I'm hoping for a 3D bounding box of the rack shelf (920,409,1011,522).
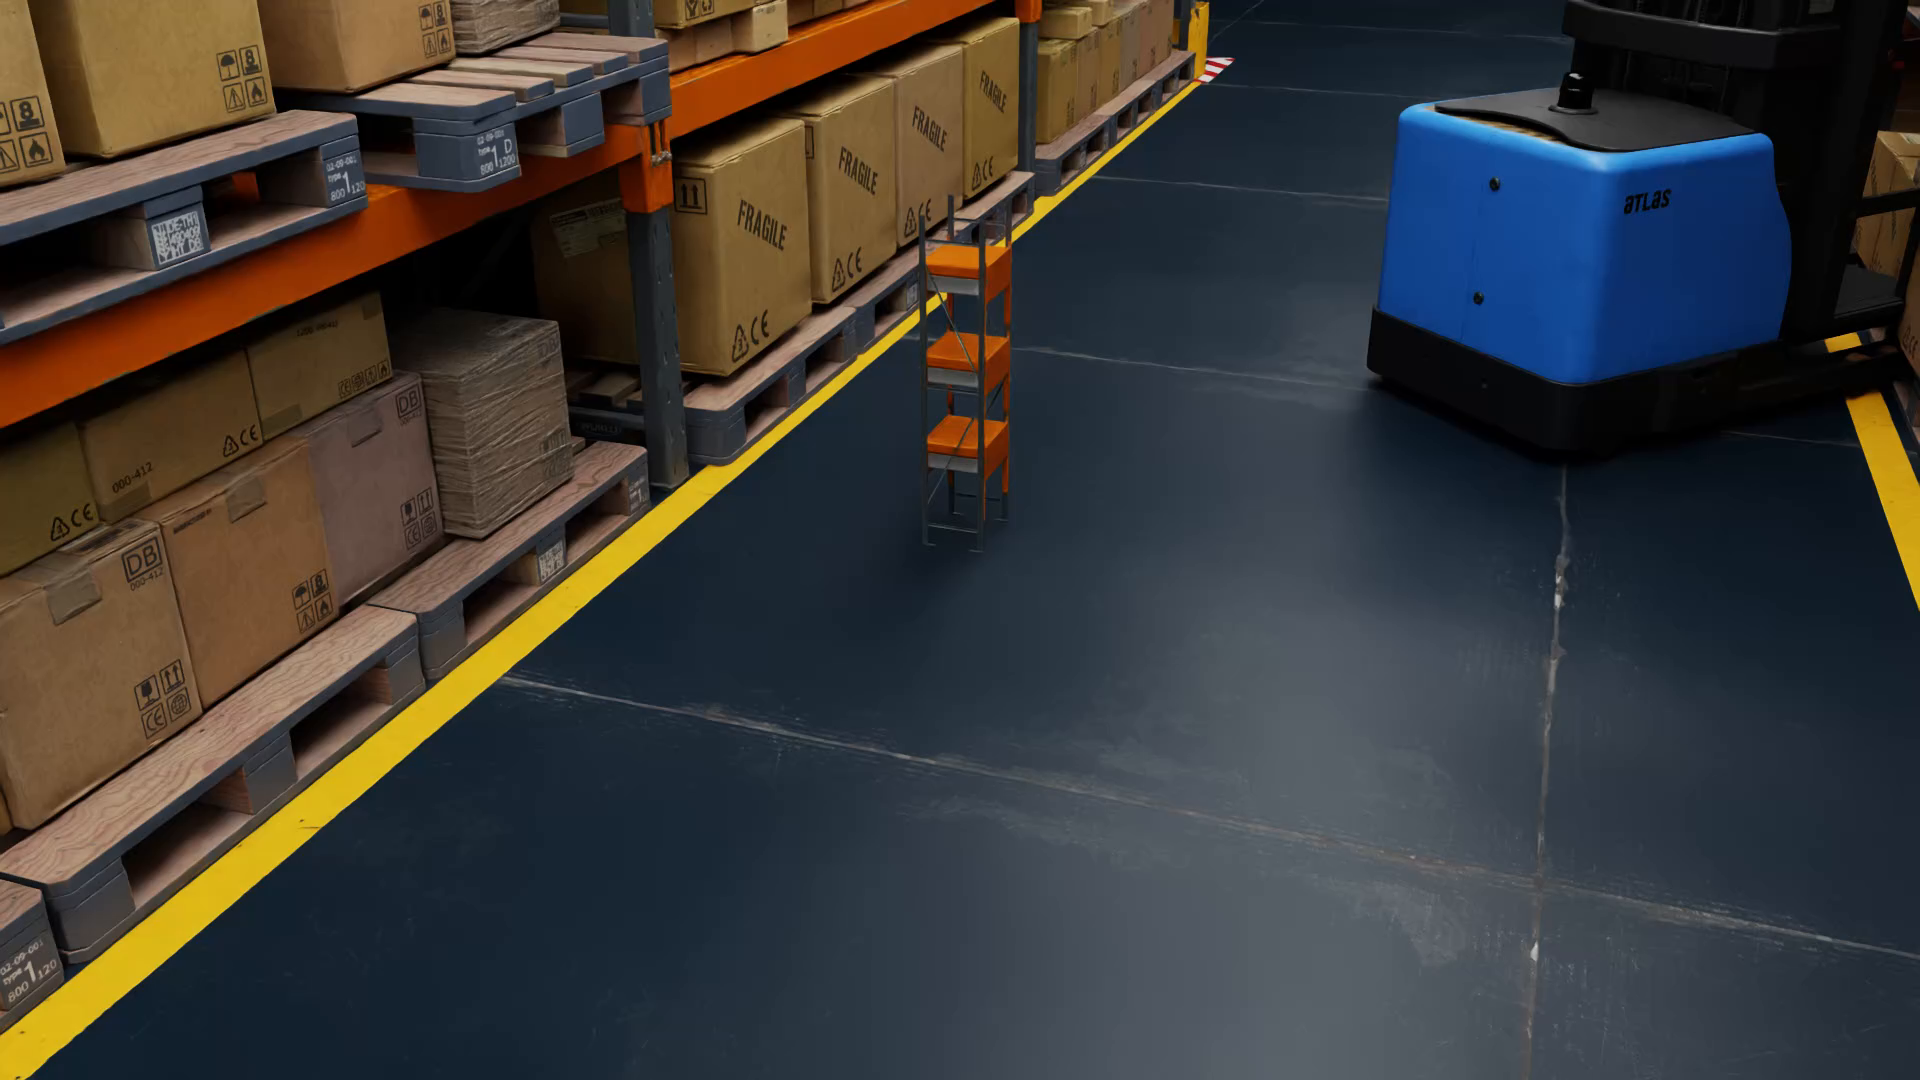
[{"bbox_3d":[0.018,-0.235,5.192,0.215,0.259,0.240,9,27,17],"label":"rack shelf"}]

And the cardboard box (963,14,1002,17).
[{"bbox_3d":[0.026,-2.870,9.377,0.380,0.149,0.250,9,27,17],"label":"cardboard box"}]

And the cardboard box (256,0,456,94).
[{"bbox_3d":[-1.722,-1.423,4.127,0.700,0.500,0.500,6,27,13],"label":"cardboard box"}]

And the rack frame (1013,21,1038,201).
[{"bbox_3d":[-0.084,-3.252,8.525,1.000,3.000,0.127,9,27,17],"label":"rack frame"}]

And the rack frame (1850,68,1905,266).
[{"bbox_3d":[4.589,-2.535,7.044,1.000,3.000,0.127,9,27,17],"label":"rack frame"}]

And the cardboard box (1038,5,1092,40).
[{"bbox_3d":[0.548,-3.015,9.676,0.380,0.149,0.250,10,27,19],"label":"cardboard box"}]

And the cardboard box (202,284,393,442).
[{"bbox_3d":[-1.854,-0.490,4.323,0.500,0.250,0.500,9,27,18],"label":"cardboard box"}]

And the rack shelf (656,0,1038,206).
[{"bbox_3d":[-0.749,-2.106,6.984,1.077,0.370,4.000,9,27,17],"label":"rack shelf"}]

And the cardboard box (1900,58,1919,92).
[{"bbox_3d":[5.209,-2.382,9.088,0.797,0.503,0.637,9,27,17],"label":"cardboard box"}]

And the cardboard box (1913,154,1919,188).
[{"bbox_3d":[3.865,-1.371,6.143,0.500,0.250,0.500,9,27,18],"label":"cardboard box"}]

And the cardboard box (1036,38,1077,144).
[{"bbox_3d":[0.262,-2.608,9.582,0.700,0.500,0.500,9,27,18],"label":"cardboard box"}]

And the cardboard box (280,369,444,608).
[{"bbox_3d":[-1.886,-0.183,4.549,0.700,0.500,0.500,9,27,17],"label":"cardboard box"}]

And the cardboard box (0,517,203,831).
[{"bbox_3d":[-2.184,0.234,3.688,0.700,0.500,0.500,9,27,18],"label":"cardboard box"}]

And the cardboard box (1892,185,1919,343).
[{"bbox_3d":[3.858,-1.020,6.277,0.500,0.500,0.500,9,27,18],"label":"cardboard box"}]

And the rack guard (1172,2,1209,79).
[{"bbox_3d":[1.255,-3.781,12.485,1.175,0.500,0.348,9,27,17],"label":"rack guard"}]

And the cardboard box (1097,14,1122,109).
[{"bbox_3d":[0.605,-3.025,10.442,0.700,0.500,0.500,9,27,19],"label":"cardboard box"}]

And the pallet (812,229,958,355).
[{"bbox_3d":[-0.674,-1.166,7.416,1.003,0.211,1.213,9,27,17],"label":"pallet"}]

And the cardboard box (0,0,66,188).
[{"bbox_3d":[-2.162,-0.915,3.079,0.700,0.500,0.500,13,29,24],"label":"cardboard box"}]

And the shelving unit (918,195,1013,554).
[{"bbox_3d":[0.018,-0.495,5.067,0.215,1.050,0.252,9,27,17],"label":"shelving unit"}]

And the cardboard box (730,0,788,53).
[{"bbox_3d":[-0.827,-1.805,5.801,0.380,0.149,0.250,10,27,19],"label":"cardboard box"}]

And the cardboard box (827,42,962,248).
[{"bbox_3d":[-0.471,-1.822,7.556,0.750,0.750,0.750,10,27,19],"label":"cardboard box"}]

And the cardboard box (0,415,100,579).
[{"bbox_3d":[-2.204,-0.076,3.467,0.500,0.250,0.500,8,27,16],"label":"cardboard box"}]

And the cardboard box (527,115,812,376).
[{"bbox_3d":[-1.046,-1.113,6.091,0.750,0.750,0.750,8,27,17],"label":"cardboard box"}]

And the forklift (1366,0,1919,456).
[{"bbox_3d":[3.127,-2.058,6.138,3.031,2.935,1.130,-13,29,-25],"label":"forklift"}]

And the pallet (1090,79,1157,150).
[{"bbox_3d":[0.647,-2.801,10.793,1.003,0.211,1.213,9,27,17],"label":"pallet"}]

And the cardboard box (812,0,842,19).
[{"bbox_3d":[-0.685,-2.139,6.490,0.380,0.149,0.250,9,27,18],"label":"cardboard box"}]

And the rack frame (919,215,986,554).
[{"bbox_3d":[-0.023,-0.444,4.963,0.200,1.050,0.008,9,27,17],"label":"rack frame"}]

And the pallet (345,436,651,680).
[{"bbox_3d":[-1.676,-0.032,5.074,1.003,0.211,1.213,9,27,17],"label":"pallet"}]

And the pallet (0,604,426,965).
[{"bbox_3d":[-2.084,0.467,4.042,1.003,0.211,1.213,9,27,17],"label":"pallet"}]

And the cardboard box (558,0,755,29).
[{"bbox_3d":[-1.012,-1.959,5.374,0.500,0.500,0.500,10,27,19],"label":"cardboard box"}]

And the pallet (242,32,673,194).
[{"bbox_3d":[-1.552,-1.214,4.535,1.213,0.211,1.003,9,27,17],"label":"pallet"}]

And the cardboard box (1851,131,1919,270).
[{"bbox_3d":[4.198,-1.445,7.155,0.500,0.500,0.500,8,27,15],"label":"cardboard box"}]

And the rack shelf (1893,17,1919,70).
[{"bbox_3d":[3.923,-1.389,5.503,1.077,0.370,4.000,9,27,17],"label":"rack shelf"}]

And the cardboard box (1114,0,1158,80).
[{"bbox_3d":[0.942,-3.452,11.324,0.700,0.500,0.500,9,27,17],"label":"cardboard box"}]

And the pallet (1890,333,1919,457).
[{"bbox_3d":[3.949,-0.437,5.911,1.003,0.211,1.213,9,27,17],"label":"pallet"}]

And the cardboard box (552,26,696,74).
[{"bbox_3d":[-1.087,-1.606,5.390,0.380,0.149,0.250,8,27,17],"label":"cardboard box"}]
